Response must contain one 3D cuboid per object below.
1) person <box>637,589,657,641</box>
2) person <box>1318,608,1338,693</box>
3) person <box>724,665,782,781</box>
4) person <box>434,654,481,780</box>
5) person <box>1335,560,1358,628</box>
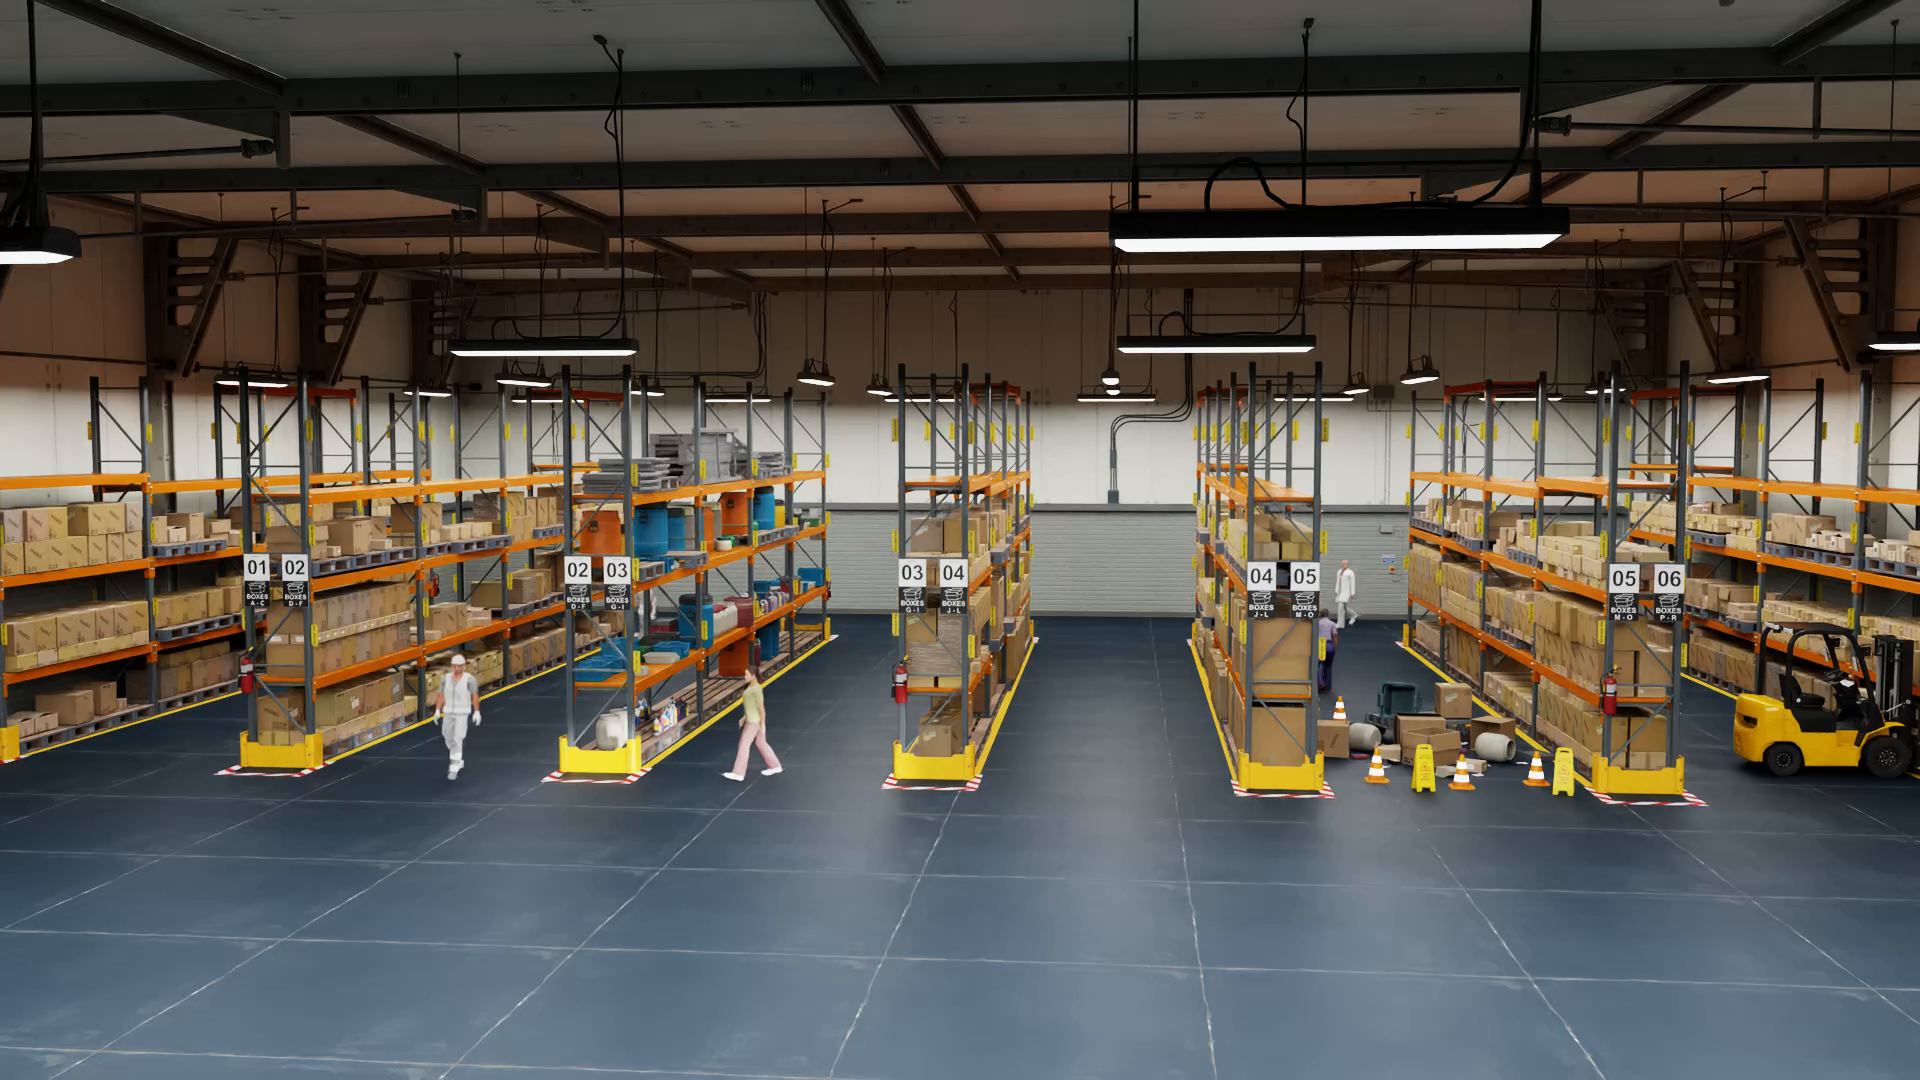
[{"bbox_3d":[-7.028,1.707,37.586,0.615,1.806,0.595,-3,5,-41],"label":"person"},{"bbox_3d":[7.059,2.141,32.134,0.541,1.636,0.562,-1,4,-10],"label":"person"},{"bbox_3d":[-3.006,2.635,24.117,0.868,1.649,0.445,-1,4,-11],"label":"person"},{"bbox_3d":[-7.353,2.582,24.298,0.616,1.822,0.656,0,4,6],"label":"person"},{"bbox_3d":[9.911,1.374,42.701,0.940,1.749,0.572,-2,4,-26],"label":"person"}]
